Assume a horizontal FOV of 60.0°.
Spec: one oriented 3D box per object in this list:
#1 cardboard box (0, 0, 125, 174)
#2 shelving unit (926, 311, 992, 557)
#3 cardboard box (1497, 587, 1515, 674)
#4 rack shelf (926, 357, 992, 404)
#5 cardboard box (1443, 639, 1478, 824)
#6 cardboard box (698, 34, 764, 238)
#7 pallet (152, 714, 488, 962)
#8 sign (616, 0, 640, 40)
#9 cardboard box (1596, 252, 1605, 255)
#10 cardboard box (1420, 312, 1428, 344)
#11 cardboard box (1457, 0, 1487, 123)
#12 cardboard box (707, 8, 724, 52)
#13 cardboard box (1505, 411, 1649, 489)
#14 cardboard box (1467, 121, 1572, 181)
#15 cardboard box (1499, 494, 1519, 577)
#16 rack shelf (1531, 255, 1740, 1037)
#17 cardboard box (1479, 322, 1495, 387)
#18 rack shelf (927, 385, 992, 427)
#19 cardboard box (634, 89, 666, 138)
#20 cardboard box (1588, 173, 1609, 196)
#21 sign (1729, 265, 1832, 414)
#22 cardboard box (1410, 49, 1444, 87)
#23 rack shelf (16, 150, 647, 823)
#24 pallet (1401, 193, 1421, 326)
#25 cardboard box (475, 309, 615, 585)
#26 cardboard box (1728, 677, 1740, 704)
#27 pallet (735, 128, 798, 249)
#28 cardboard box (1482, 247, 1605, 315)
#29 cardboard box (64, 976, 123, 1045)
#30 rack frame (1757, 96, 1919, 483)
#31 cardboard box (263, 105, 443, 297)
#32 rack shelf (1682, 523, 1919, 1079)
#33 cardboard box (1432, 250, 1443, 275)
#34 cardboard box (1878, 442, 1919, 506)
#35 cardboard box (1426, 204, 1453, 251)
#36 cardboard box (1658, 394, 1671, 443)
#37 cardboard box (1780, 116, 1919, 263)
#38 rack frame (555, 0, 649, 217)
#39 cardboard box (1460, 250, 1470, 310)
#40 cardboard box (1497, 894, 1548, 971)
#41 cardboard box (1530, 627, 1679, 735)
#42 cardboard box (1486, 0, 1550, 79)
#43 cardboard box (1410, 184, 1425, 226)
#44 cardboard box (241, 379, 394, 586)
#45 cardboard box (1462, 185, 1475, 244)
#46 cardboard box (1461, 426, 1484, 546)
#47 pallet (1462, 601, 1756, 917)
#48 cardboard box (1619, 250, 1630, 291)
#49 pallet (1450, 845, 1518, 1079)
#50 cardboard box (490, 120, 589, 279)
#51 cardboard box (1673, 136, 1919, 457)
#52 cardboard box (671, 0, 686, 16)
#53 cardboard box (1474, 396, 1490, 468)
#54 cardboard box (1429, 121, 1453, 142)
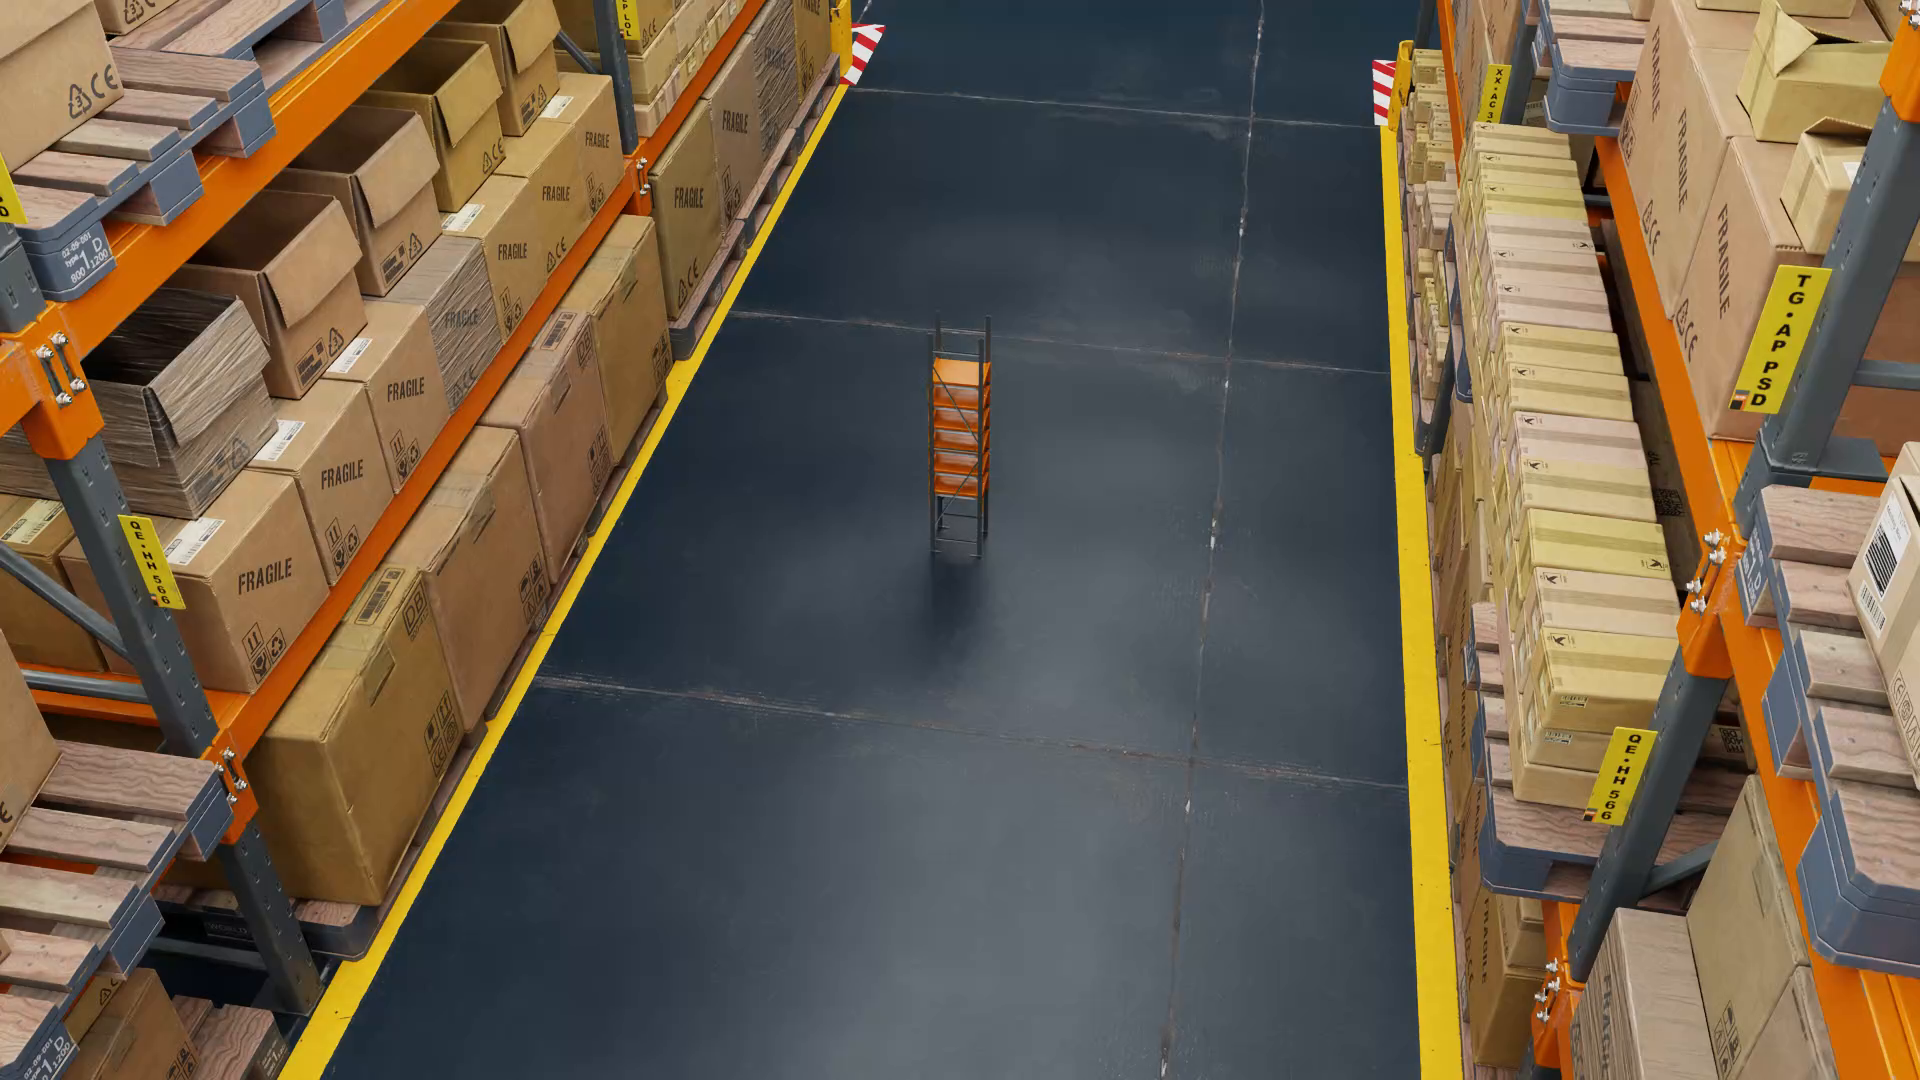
[{"bbox_3d":[-2.723,-1.323,4.328,0.797,0.503,0.637,9,40,10],"label":"cardboard box"},{"bbox_3d":[-0.002,-0.453,7.454,0.258,1.200,0.189,6,40,8],"label":"shelving unit"},{"bbox_3d":[1.831,0.293,5.006,0.380,0.149,0.250,7,40,8],"label":"cardboard box"},{"bbox_3d":[-0.002,-0.697,7.252,0.258,0.103,0.180,6,40,8],"label":"rack shelf"},{"bbox_3d":[2.135,0.736,6.234,0.500,0.500,0.500,5,40,6],"label":"cardboard box"},{"bbox_3d":[-1.717,-2.398,9.731,0.875,0.875,0.875,6,40,8],"label":"cardboard box"},{"bbox_3d":[-2.547,1.014,6.455,1.003,0.211,1.213,6,40,8],"label":"pallet"},{"bbox_3d":[-1.530,-2.447,7.606,0.100,0.325,0.005,6,40,8],"label":"sign"},{"bbox_3d":[3.189,-1.457,8.696,0.380,0.149,0.250,5,40,7],"label":"cardboard box"},{"bbox_3d":[2.644,-1.148,8.789,0.380,0.149,0.250,5,40,6],"label":"cardboard box"},{"bbox_3d":[2.698,-2.288,7.949,0.500,0.500,0.500,5,40,6],"label":"cardboard box"},{"bbox_3d":[-1.509,-2.793,9.068,0.380,0.149,0.250,6,40,7],"label":"cardboard box"},{"bbox_3d":[1.924,-0.257,5.204,0.380,0.149,0.250,6,40,8],"label":"cardboard box"},{"bbox_3d":[2.281,-1.572,6.795,0.380,0.149,0.250,8,40,10],"label":"cardboard box"},{"bbox_3d":[1.878,0.006,5.120,0.380,0.149,0.250,6,40,8],"label":"cardboard box"},{"bbox_3d":[2.456,0.058,5.987,1.077,0.370,4.000,6,40,8],"label":"rack shelf"},{"bbox_3d":[2.058,-0.634,5.893,0.380,0.149,0.250,6,40,7],"label":"cardboard box"},{"bbox_3d":[-0.002,-0.604,7.329,0.258,0.103,0.180,6,40,8],"label":"rack shelf"},{"bbox_3d":[-1.687,-2.137,8.275,0.380,0.149,0.250,6,40,8],"label":"cardboard box"},{"bbox_3d":[3.145,-1.690,7.734,0.380,0.149,0.250,7,40,9],"label":"cardboard box"},{"bbox_3d":[1.576,-0.381,3.193,0.100,0.325,0.005,6,40,8],"label":"sign"},{"bbox_3d":[3.069,-2.986,10.545,0.380,0.149,0.250,5,40,6],"label":"cardboard box"},{"bbox_3d":[-2.412,-0.552,6.726,1.077,0.370,4.000,6,40,8],"label":"rack shelf"},{"bbox_3d":[3.092,-1.593,9.608,1.003,0.211,1.213,6,40,8],"label":"pallet"},{"bbox_3d":[-2.311,-0.463,7.391,1.225,0.875,0.875,5,40,6],"label":"cardboard box"},{"bbox_3d":[2.479,0.374,4.907,0.380,0.149,0.250,8,40,10],"label":"cardboard box"},{"bbox_3d":[-1.648,-2.247,10.399,1.003,0.211,1.213,6,40,8],"label":"pallet"},{"bbox_3d":[2.102,-0.919,6.005,0.380,0.149,0.250,6,40,7],"label":"cardboard box"},{"bbox_3d":[-2.844,1.354,4.883,0.500,0.250,0.500,8,40,9],"label":"cardboard box"},{"bbox_3d":[2.110,-1.276,2.328,1.000,3.000,0.127,6,40,8],"label":"rack frame"},{"bbox_3d":[-2.391,-1.287,6.184,0.797,0.503,0.637,8,40,9],"label":"cardboard box"},{"bbox_3d":[1.764,1.412,1.995,1.077,0.370,4.000,6,40,8],"label":"rack shelf"},{"bbox_3d":[2.772,-1.535,9.024,0.380,0.149,0.250,7,40,9],"label":"cardboard box"},{"bbox_3d":[1.894,-0.032,2.966,0.380,0.149,0.250,5,40,6],"label":"cardboard box"},{"bbox_3d":[2.726,-1.675,8.960,0.380,0.149,0.250,5,40,6],"label":"cardboard box"},{"bbox_3d":[2.706,-0.451,5.905,0.380,0.149,0.250,8,40,10],"label":"cardboard box"},{"bbox_3d":[1.924,-0.736,3.350,0.396,0.266,0.258,6,40,8],"label":"cardboard box"},{"bbox_3d":[-2.066,-2.085,8.015,1.000,3.000,0.127,6,40,8],"label":"rack frame"},{"bbox_3d":[2.191,-1.012,6.584,0.380,0.149,0.250,7,40,8],"label":"cardboard box"},{"bbox_3d":[1.970,1.090,5.218,0.500,0.250,0.500,6,40,7],"label":"cardboard box"},{"bbox_3d":[1.743,0.383,4.430,0.380,0.149,0.250,5,40,6],"label":"cardboard box"},{"bbox_3d":[2.617,-2.338,7.224,0.500,0.500,0.500,5,40,6],"label":"cardboard box"},{"bbox_3d":[2.856,-1.959,9.770,0.380,0.149,0.250,5,40,6],"label":"cardboard box"},{"bbox_3d":[-2.319,-0.212,5.671,0.500,0.500,0.500,5,40,6],"label":"cardboard box"},{"bbox_3d":[2.238,-1.295,6.693,0.380,0.149,0.250,6,40,7],"label":"cardboard box"},{"bbox_3d":[2.324,-0.193,6.770,0.500,0.250,0.500,7,40,9],"label":"cardboard box"},{"bbox_3d":[2.128,0.651,4.856,1.213,0.211,1.003,6,40,8],"label":"pallet"},{"bbox_3d":[2.884,-1.105,6.697,0.380,0.149,0.250,7,40,8],"label":"cardboard box"},{"bbox_3d":[2.246,1.620,5.722,1.003,0.211,1.213,6,40,8],"label":"pallet"},{"bbox_3d":[-1.970,-1.490,7.217,0.500,0.500,0.500,8,40,9],"label":"cardboard box"},{"bbox_3d":[1.958,-0.545,3.720,0.500,0.500,0.500,6,40,8],"label":"cardboard box"},{"bbox_3d":[-1.638,-3.011,8.431,0.500,0.500,0.500,6,40,8],"label":"cardboard box"},{"bbox_3d":[2.013,-0.365,5.802,0.380,0.149,0.250,5,40,6],"label":"cardboard box"},{"bbox_3d":[2.951,-2.318,9.737,0.380,0.149,0.250,8,40,9],"label":"cardboard box"}]
